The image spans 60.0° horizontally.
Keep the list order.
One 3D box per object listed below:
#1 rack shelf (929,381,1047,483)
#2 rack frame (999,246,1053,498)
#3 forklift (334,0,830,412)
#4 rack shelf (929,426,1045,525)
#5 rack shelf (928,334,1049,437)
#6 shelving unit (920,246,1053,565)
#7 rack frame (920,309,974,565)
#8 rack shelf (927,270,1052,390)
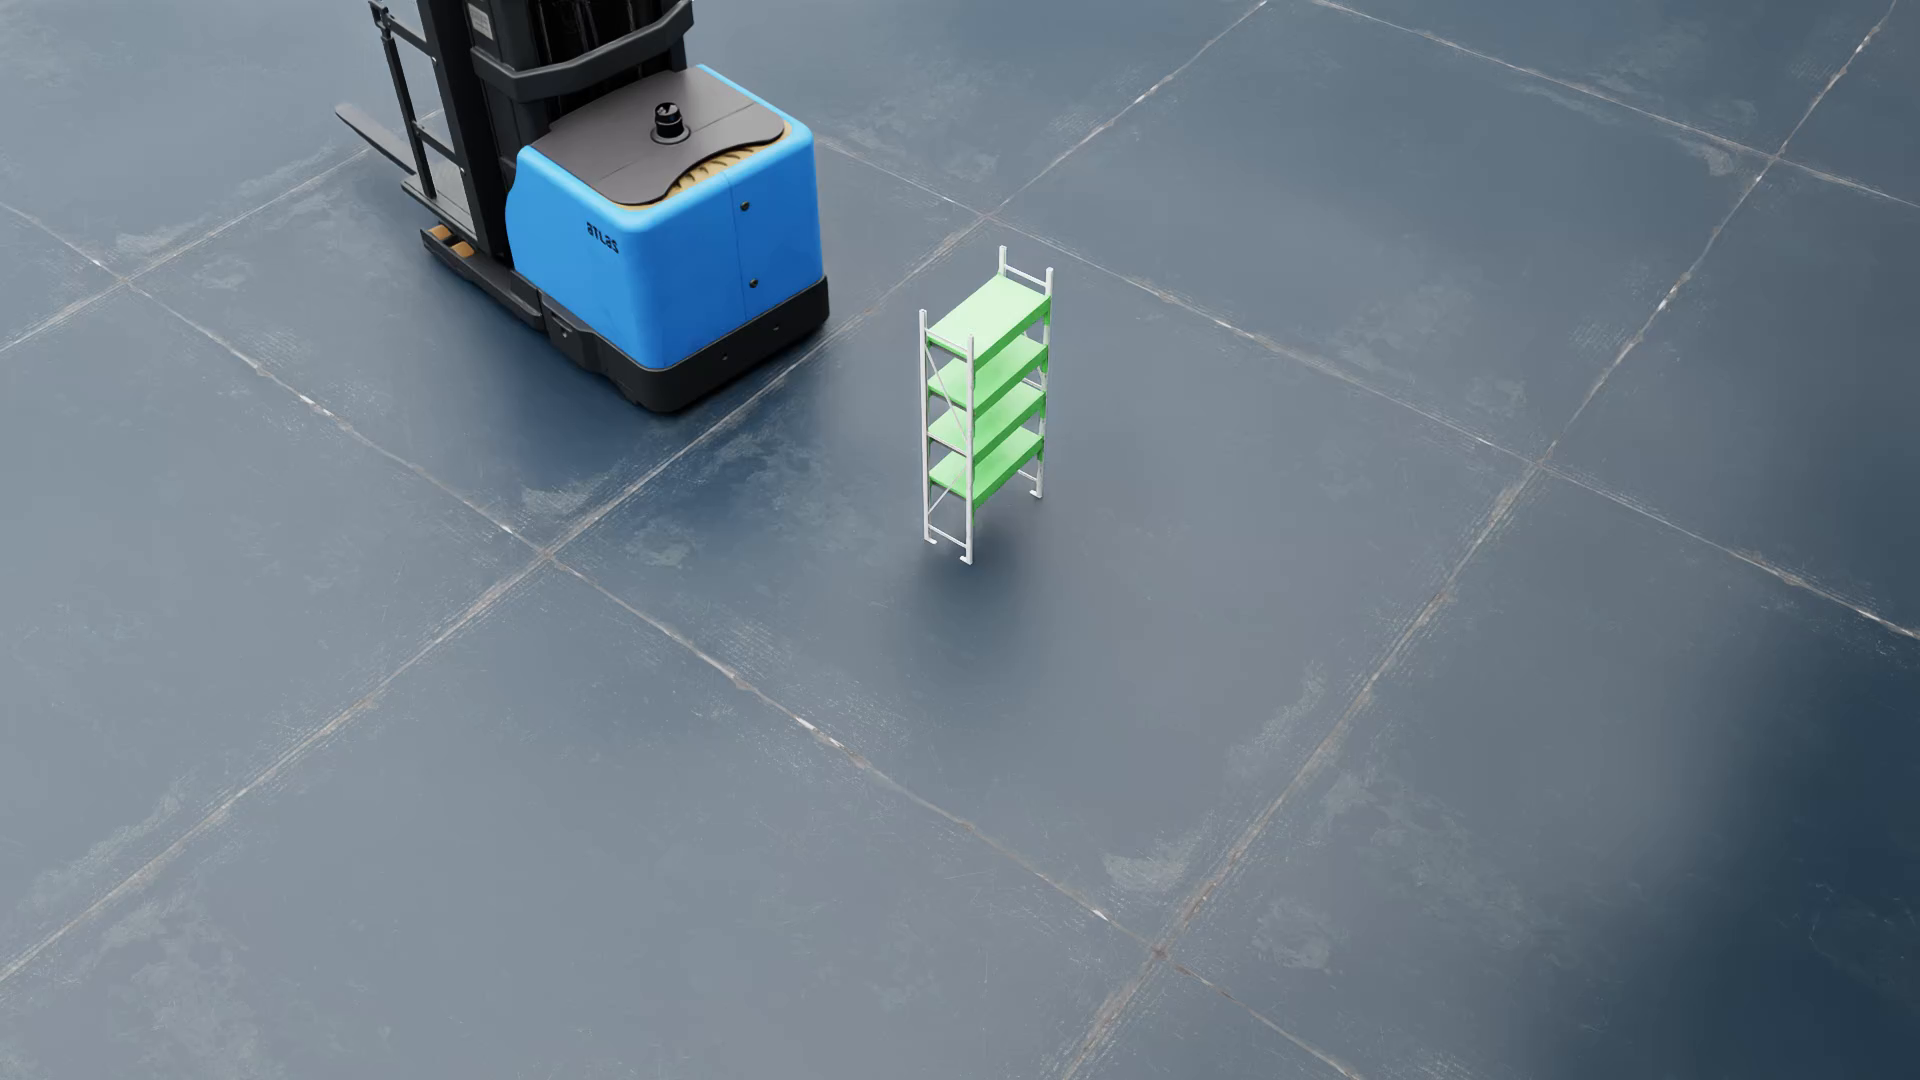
[{"bbox_3d":[0.101,-0.465,6.618,0.258,0.148,0.480,29,53,25],"label":"rack shelf"},{"bbox_3d":[0.250,-0.649,6.705,0.240,1.200,0.015,29,53,25],"label":"rack frame"},{"bbox_3d":[-2.009,-2.538,7.313,1.130,2.935,3.031,-36,56,-29],"label":"forklift"},{"bbox_3d":[0.101,-0.299,6.791,0.258,0.148,0.480,29,53,25],"label":"rack shelf"},{"bbox_3d":[0.101,-0.631,6.444,0.258,0.148,0.480,29,53,25],"label":"rack shelf"},{"bbox_3d":[0.101,-0.509,6.571,0.258,1.200,0.503,29,53,25],"label":"shelving unit"},{"bbox_3d":[-0.048,-0.370,6.438,0.240,1.200,0.015,29,53,25],"label":"rack frame"},{"bbox_3d":[0.101,-0.797,6.270,0.258,0.148,0.480,29,53,25],"label":"rack shelf"}]
